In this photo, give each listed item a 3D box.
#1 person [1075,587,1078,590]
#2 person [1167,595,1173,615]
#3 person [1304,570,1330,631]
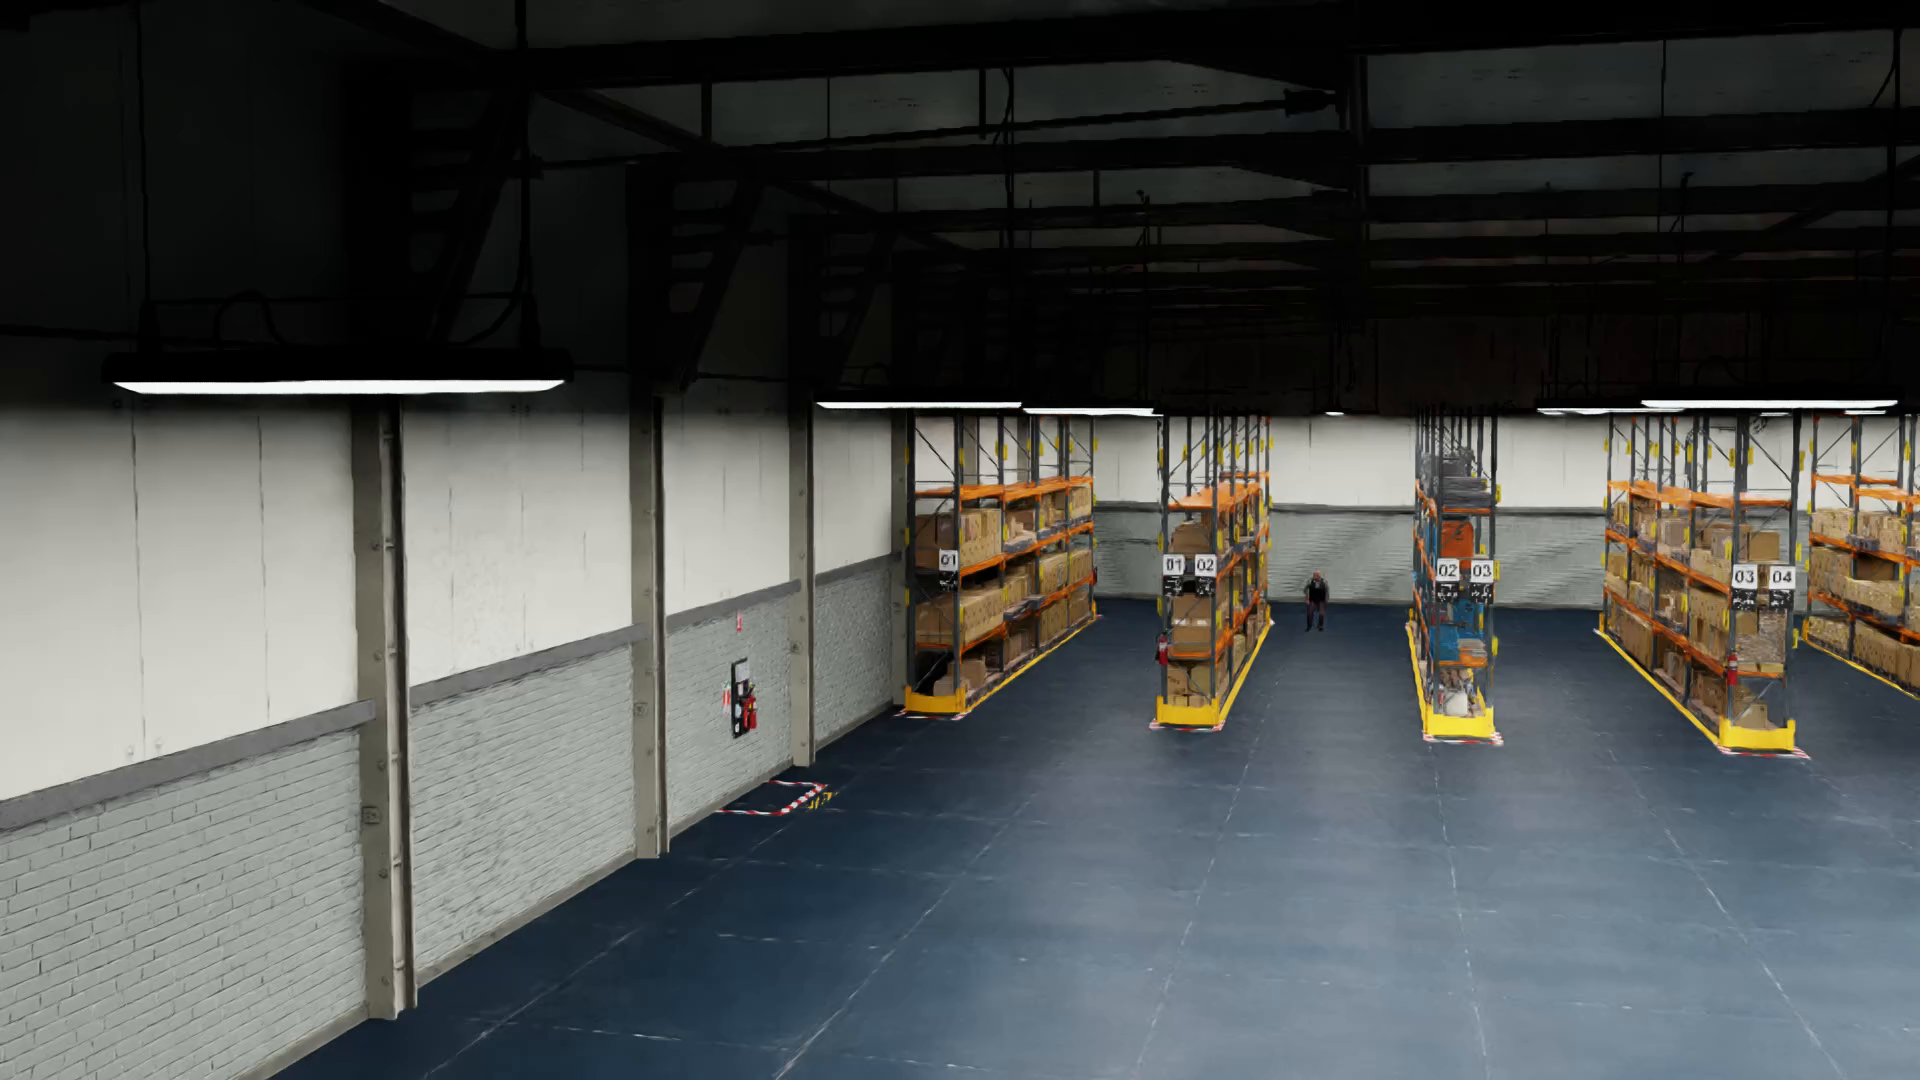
[{"bbox_3d":[3.316,1.224,49.415,0.731,1.778,0.542,-3,5,-38],"label":"person"},{"bbox_3d":[6.388,1.322,48.507,0.769,1.715,0.574,-3,5,-40],"label":"person"},{"bbox_3d":[9.630,1.628,44.897,0.677,1.671,0.534,1,4,11],"label":"person"}]
